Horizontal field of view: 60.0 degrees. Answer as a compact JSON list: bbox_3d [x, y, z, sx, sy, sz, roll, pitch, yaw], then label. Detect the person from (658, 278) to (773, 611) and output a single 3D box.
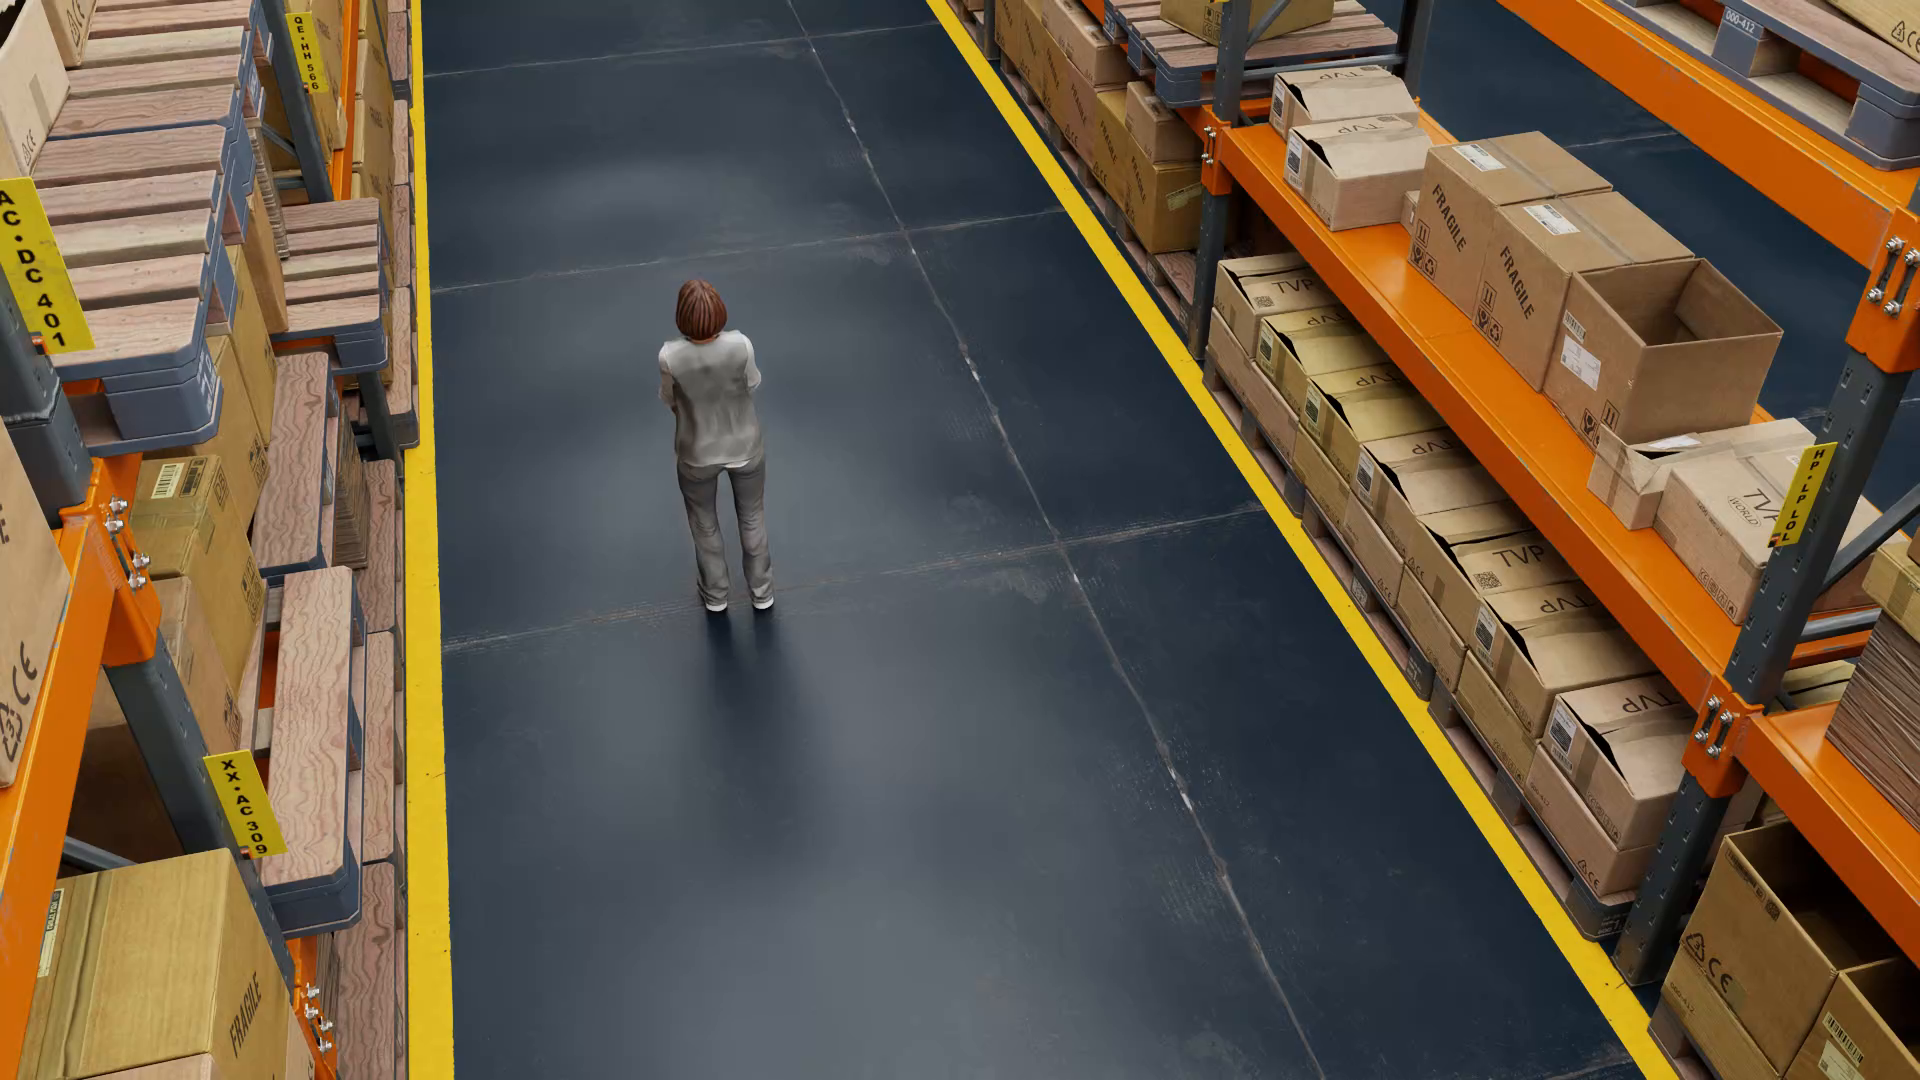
[{"bbox_3d":[-0.981,-0.408,6.675,0.405,1.589,0.498,-9,40,-11],"label":"person"}]
